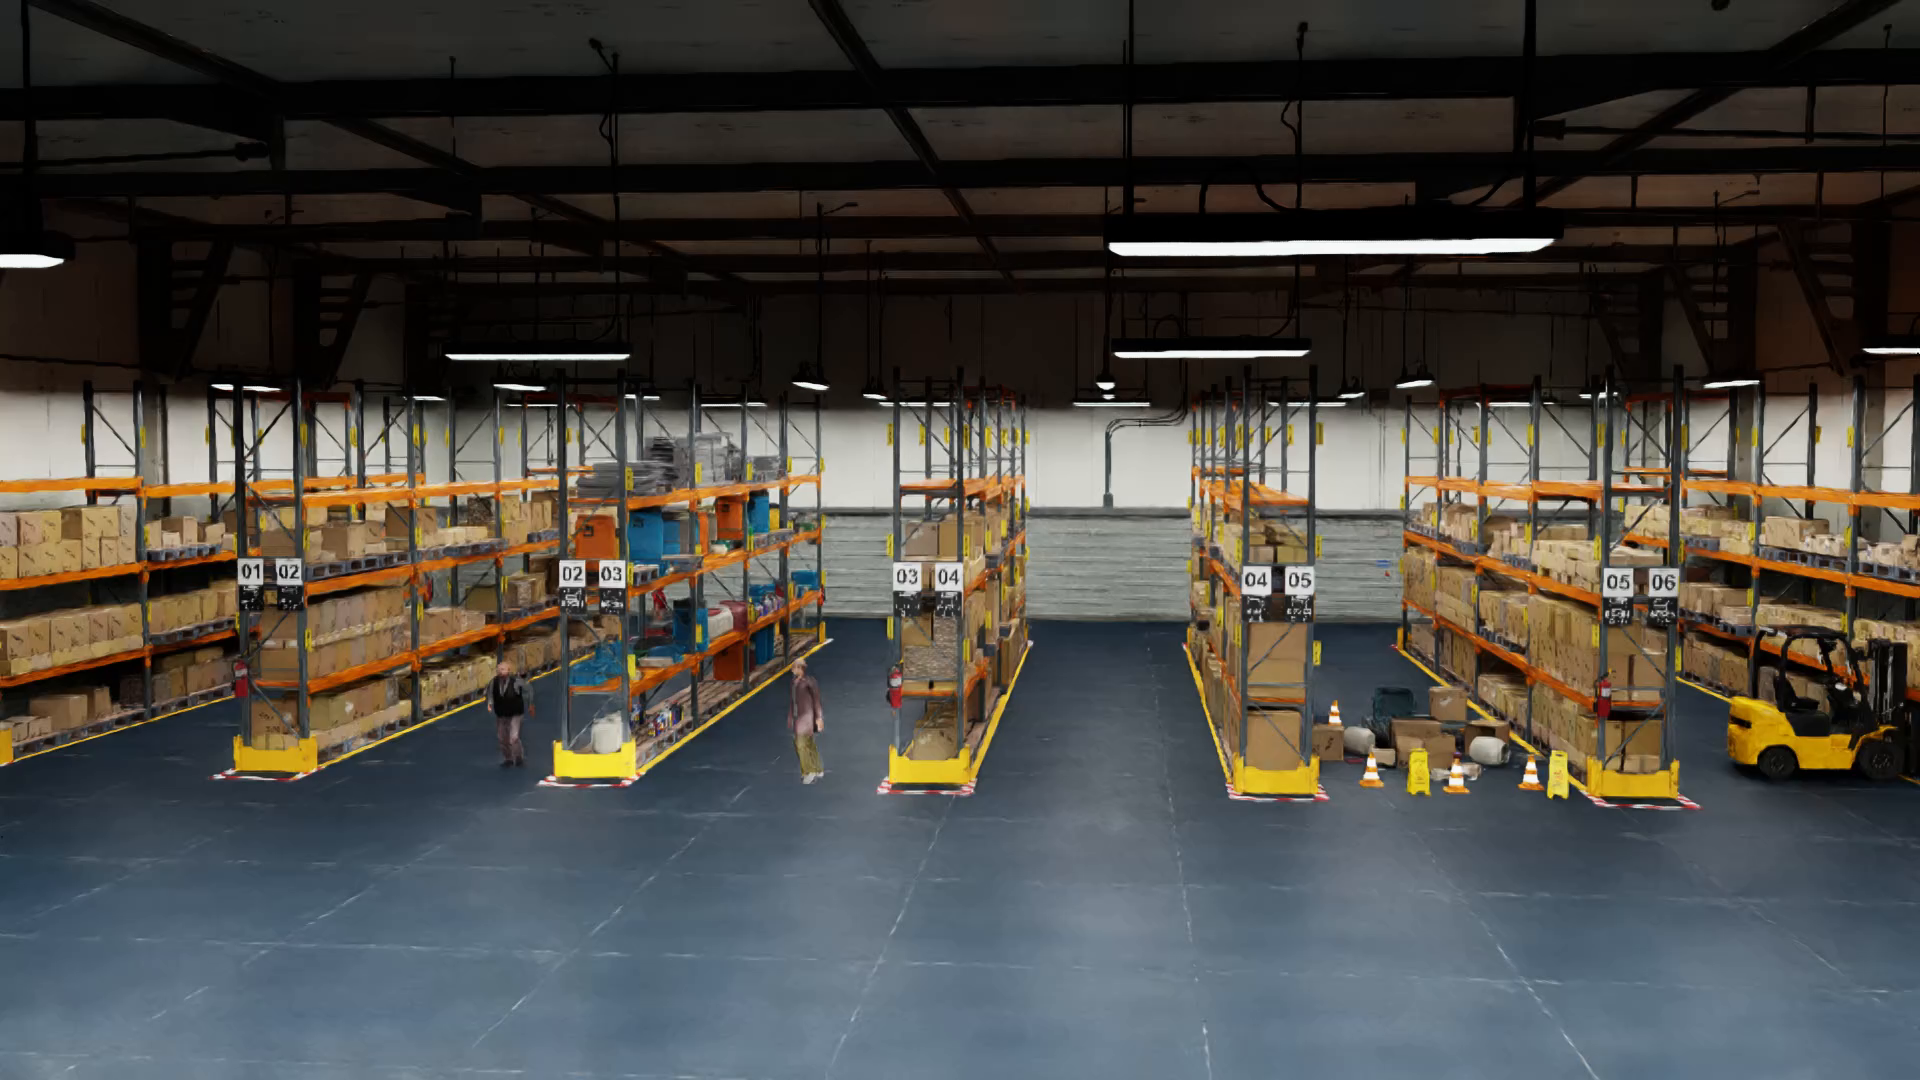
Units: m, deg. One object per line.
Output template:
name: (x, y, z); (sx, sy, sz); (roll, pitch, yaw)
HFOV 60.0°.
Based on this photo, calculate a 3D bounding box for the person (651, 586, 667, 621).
person: (-6.963, 1.731, 38.499); (0.409, 1.729, 0.651); (0, 4, -5)

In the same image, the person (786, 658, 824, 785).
person: (-2.235, 2.607, 24.176); (0.543, 1.779, 0.687); (-2, 4, -32)

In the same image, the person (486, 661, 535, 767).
person: (-6.789, 2.632, 25.012); (0.671, 1.650, 0.769); (1, 4, 13)

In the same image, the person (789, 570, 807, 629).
person: (-4.064, 1.568, 41.635); (0.549, 1.670, 0.673); (3, 5, 40)
